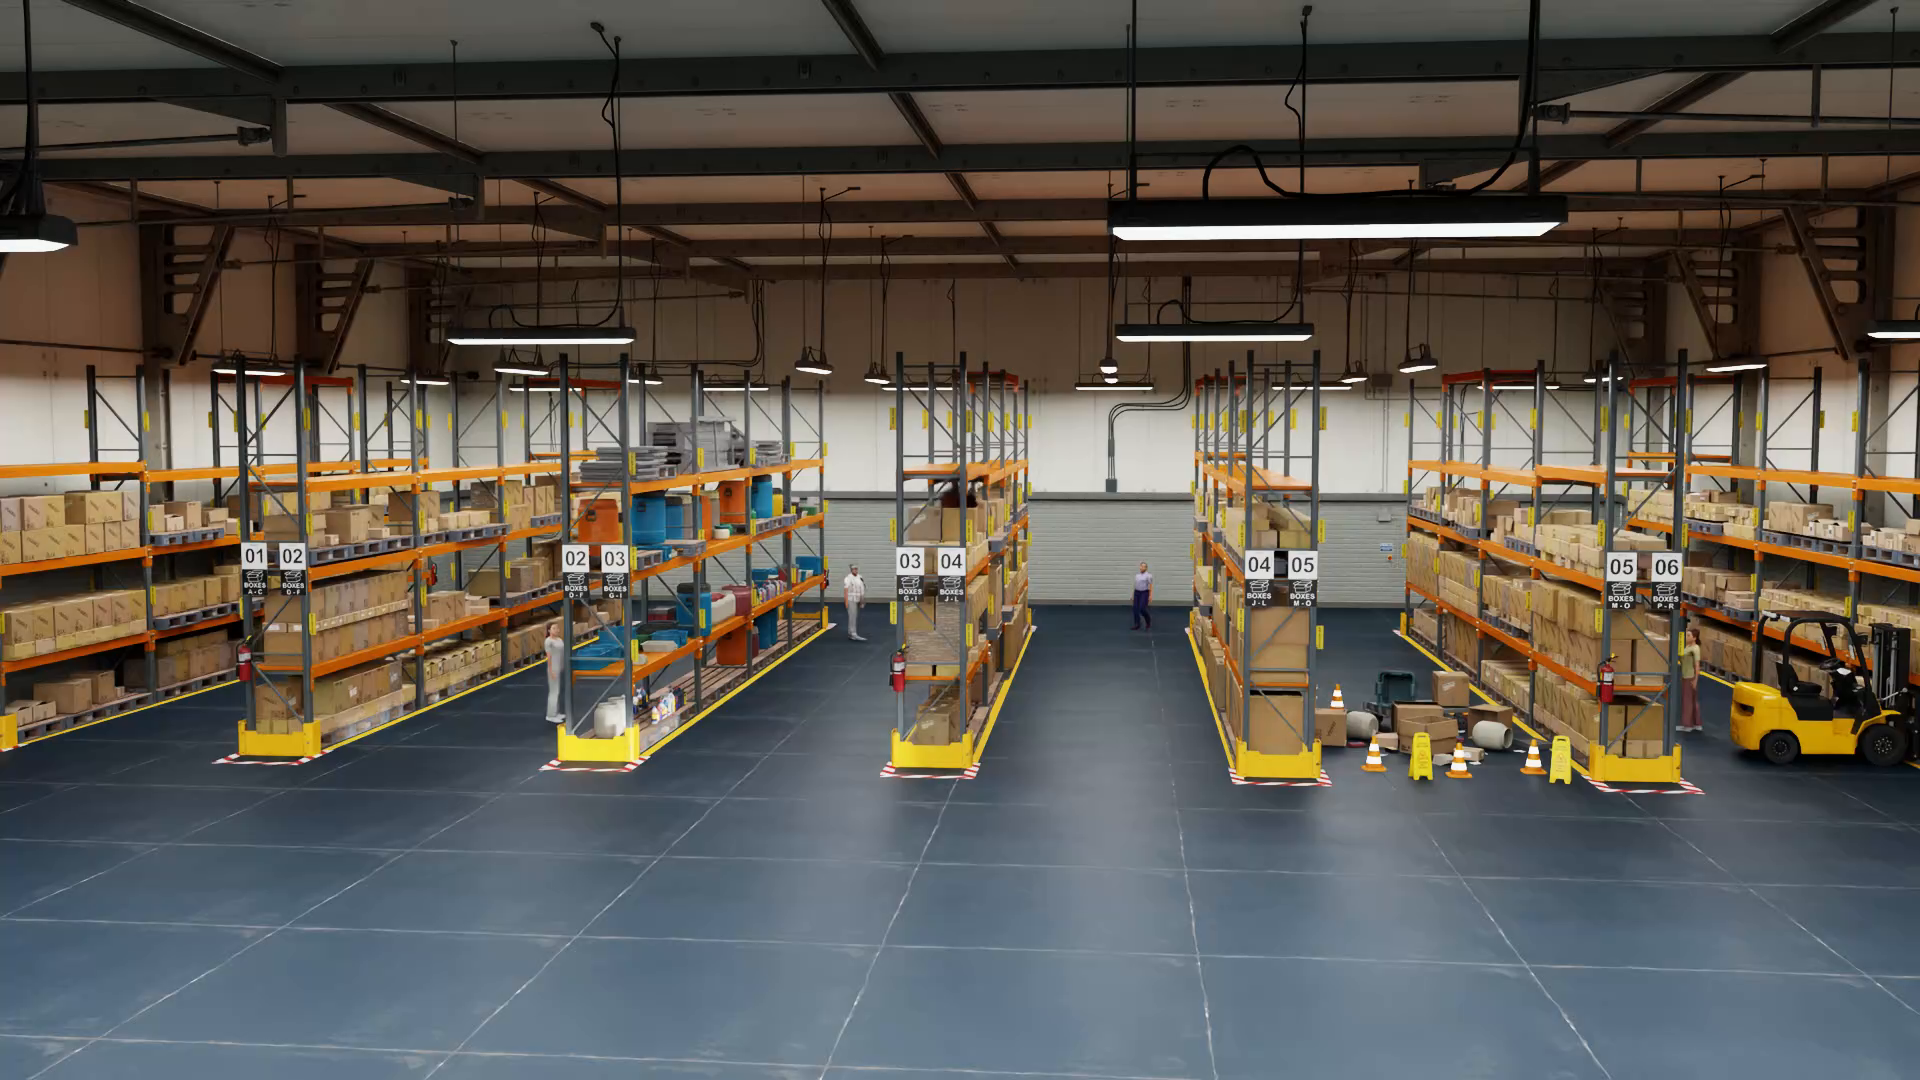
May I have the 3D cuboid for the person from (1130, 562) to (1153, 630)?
[{"bbox_3d":[4.352,1.345,39.829,0.525,1.628,0.459,4,6,43],"label":"person"}]

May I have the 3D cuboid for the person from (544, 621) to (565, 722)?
[{"bbox_3d":[-6.759,2.212,27.836,0.386,1.705,0.479,0,4,0],"label":"person"}]

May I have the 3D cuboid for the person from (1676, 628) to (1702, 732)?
[{"bbox_3d":[11.824,2.258,26.963,0.439,1.672,0.474,2,5,30],"label":"person"}]

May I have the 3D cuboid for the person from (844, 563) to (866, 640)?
[{"bbox_3d":[-2.369,1.407,38.303,0.572,1.774,0.560,3,5,32],"label":"person"}]
